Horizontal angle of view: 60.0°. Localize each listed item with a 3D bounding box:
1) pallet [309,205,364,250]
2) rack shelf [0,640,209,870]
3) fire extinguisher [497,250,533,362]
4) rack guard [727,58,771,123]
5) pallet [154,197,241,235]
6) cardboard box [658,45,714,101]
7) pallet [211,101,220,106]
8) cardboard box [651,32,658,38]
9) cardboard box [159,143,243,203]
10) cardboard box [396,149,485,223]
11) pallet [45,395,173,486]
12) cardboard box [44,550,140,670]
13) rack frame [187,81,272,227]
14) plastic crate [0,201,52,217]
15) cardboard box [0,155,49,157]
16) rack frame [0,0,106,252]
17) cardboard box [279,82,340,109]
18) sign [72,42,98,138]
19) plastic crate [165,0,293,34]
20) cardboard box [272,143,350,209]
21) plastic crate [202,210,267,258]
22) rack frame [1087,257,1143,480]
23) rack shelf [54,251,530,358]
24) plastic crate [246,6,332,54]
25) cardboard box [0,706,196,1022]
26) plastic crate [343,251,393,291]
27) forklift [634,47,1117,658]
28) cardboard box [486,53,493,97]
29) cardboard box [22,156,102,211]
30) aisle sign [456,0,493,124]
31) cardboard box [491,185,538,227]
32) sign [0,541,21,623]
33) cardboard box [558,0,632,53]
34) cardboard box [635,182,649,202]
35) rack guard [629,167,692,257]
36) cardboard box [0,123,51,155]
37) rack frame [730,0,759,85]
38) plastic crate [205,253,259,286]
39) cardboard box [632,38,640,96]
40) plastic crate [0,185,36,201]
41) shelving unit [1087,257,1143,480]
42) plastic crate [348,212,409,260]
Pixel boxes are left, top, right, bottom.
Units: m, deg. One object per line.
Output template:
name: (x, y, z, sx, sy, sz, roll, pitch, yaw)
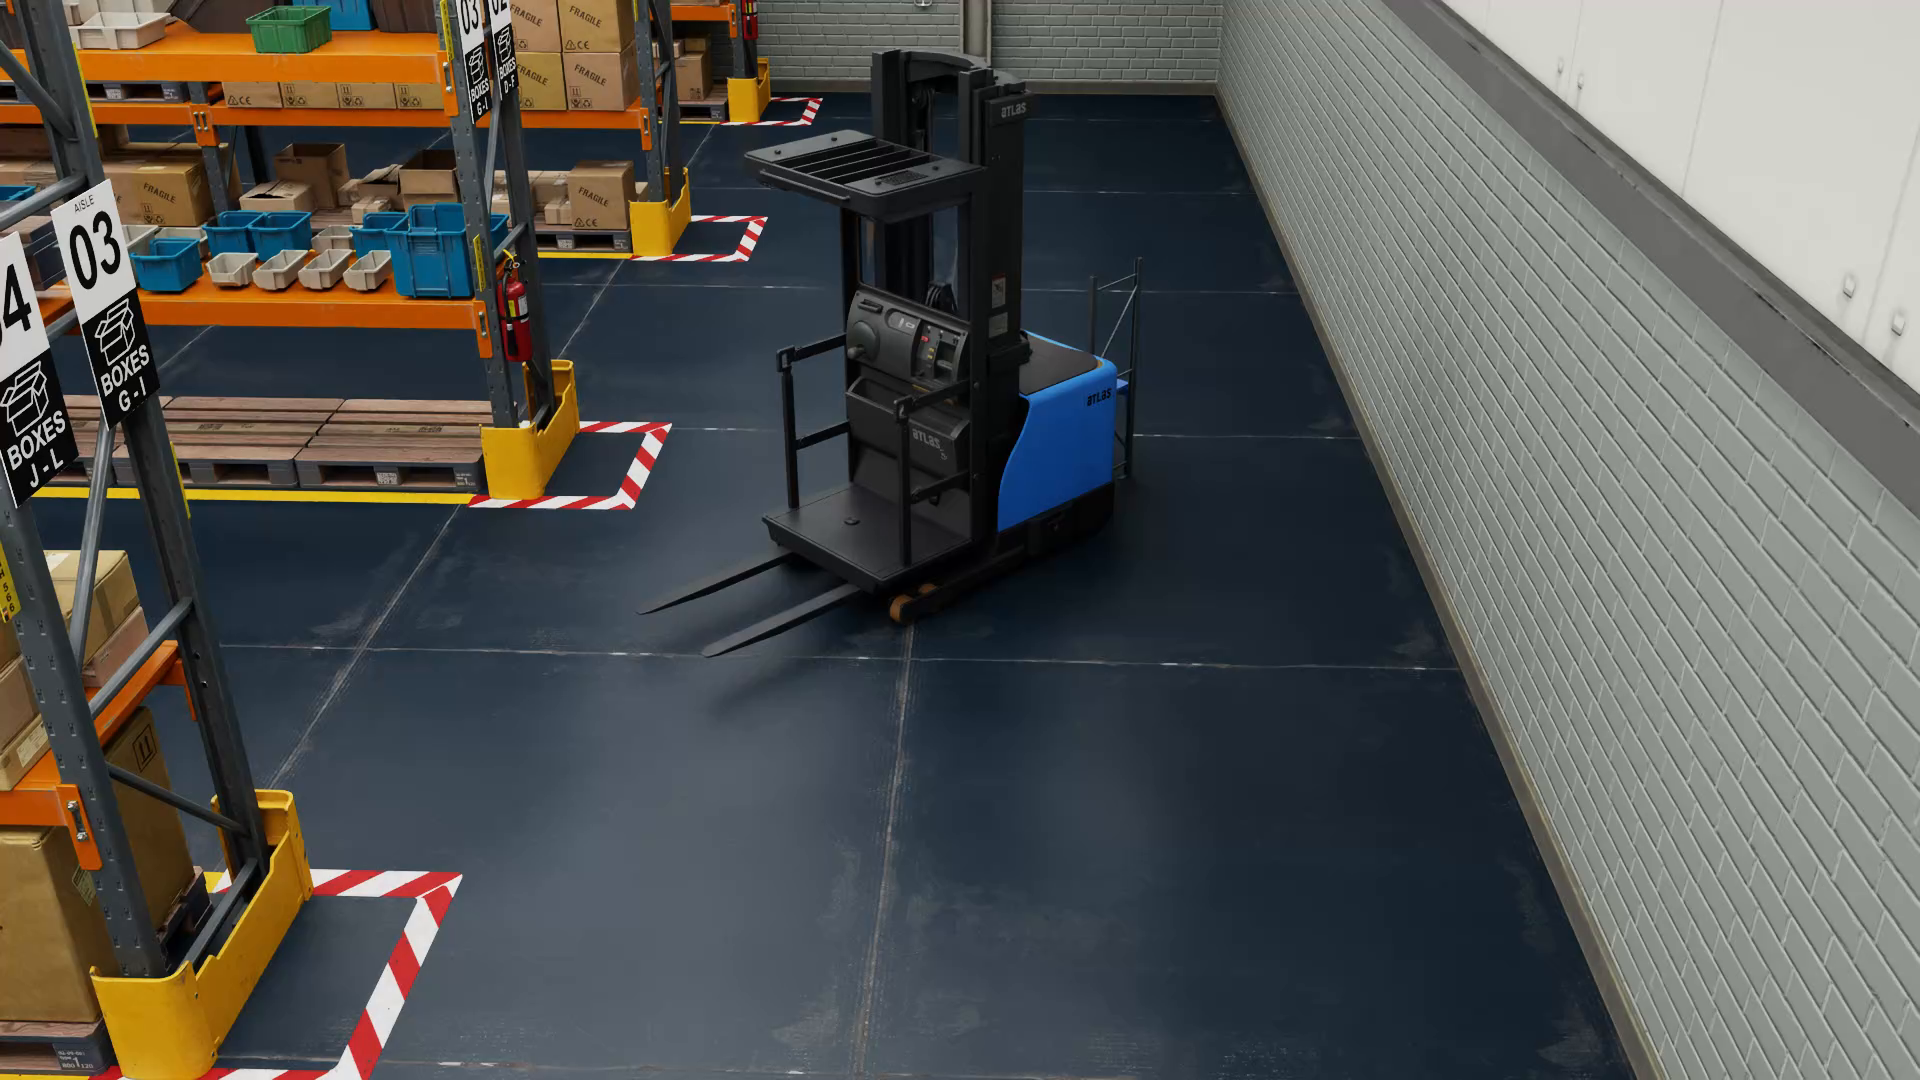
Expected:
pallet: (-6.021, -2.994, 15.673, 1.213, 0.211, 1.003, 1, 28, 2)
rack shelf: (-5.062, 0.750, 6.401, 4.000, 0.370, 1.077, 1, 28, 2)
fire extinguisher: (-2.754, -1.439, 10.243, 0.183, 0.674, 0.296, 1, 28, 2)
rack guard: (-2.515, -5.386, 19.876, 0.348, 0.500, 1.175, 1, 28, 2)
pallet: (-7.522, -3.002, 15.687, 1.213, 0.211, 1.003, 1, 28, 2)
cardboard box: (-3.242, -5.536, 19.712, 0.500, 0.500, 0.700, 1, 28, 2)
pallet: (-8.533, -5.321, 20.062, 1.213, 0.211, 1.003, 1, 28, 2)
cardboard box: (-3.617, -5.923, 19.748, 0.250, 0.149, 0.380, 1, 28, 2)
cardboard box: (-7.183, -3.450, 15.755, 0.500, 0.500, 0.500, 0, 28, -1)
cardboard box: (-4.830, -3.301, 15.469, 0.637, 0.503, 0.797, 1, 28, 2)
pallet: (-6.150, -0.693, 11.333, 1.213, 0.211, 1.003, 1, 28, 2)
cardboard box: (-3.534, 0.266, 6.389, 0.500, 0.250, 0.500, 0, 28, 0)
rack frame: (-6.708, -4.238, 15.042, 0.127, 3.000, 1.000, 1, 28, 2)
plastic crate: (-6.003, -1.842, 10.390, 0.583, 0.464, 0.402, 1, 28, 2)
cardboard box: (-8.720, -3.474, 15.800, 0.500, 0.500, 0.500, 0, 28, 0)
rack frame: (-3.064, -2.186, 4.765, 0.127, 3.000, 1.000, 1, 28, 2)
cardboard box: (-5.696, -4.139, 14.749, 0.500, 0.500, 0.500, 1, 28, 3)
sign: (-3.038, -1.541, 5.734, 0.005, 0.325, 0.100, 1, 28, 2)
plastic crate: (-4.406, -3.305, 10.146, 0.767, 0.338, 0.504, 1, 28, 2)
cardboard box: (-6.128, -3.451, 15.757, 0.500, 0.500, 0.500, 1, 28, 2)
plastic crate: (-4.740, -1.991, 10.917, 0.300, 0.233, 0.416, 1, 28, 2)
rack frame: (0.960, -1.012, 10.557, 0.032, 1.500, 0.500, 23, 35, 36)
rack shelf: (-4.888, -1.569, 10.774, 4.000, 0.370, 1.077, 1, 28, 2)
plastic crate: (-3.885, -2.968, 9.669, 0.336, 0.188, 0.450, 1, 28, 2)
cardboard box: (-3.706, 1.245, 6.519, 0.875, 0.875, 0.875, 1, 28, 2)
plastic crate: (-3.710, -1.692, 10.457, 0.243, 0.136, 0.396, 1, 28, 2)
forklift: (-0.452, -1.092, 9.181, 3.031, 2.935, 1.130, -24, 36, -38)
cardboard box: (-4.184, -4.114, 14.701, 0.500, 0.500, 0.500, 1, 28, 2)
cardboard box: (-8.206, -3.222, 15.325, 0.500, 0.500, 0.500, 1, 28, 2)
aisle sign: (-2.827, -2.864, 9.674, 0.004, 0.787, 0.394, 1, 28, 2)
cardboard box: (-4.211, -3.075, 15.314, 0.500, 0.250, 0.500, 1, 28, 2)
sign: (-3.097, 0.103, 5.365, 0.005, 0.325, 0.100, 1, 28, 2)
cardboard box: (-3.165, -4.536, 14.431, 0.500, 0.500, 0.500, 1, 28, 1)
cardboard box: (-3.117, -3.274, 15.798, 0.250, 0.149, 0.380, 1, 28, 2)
rack guard: (-2.786, -3.069, 15.505, 0.348, 0.500, 1.175, 1, 28, 2)
cardboard box: (-8.683, -3.806, 15.625, 0.500, 0.250, 0.500, 0, 28, 1)
rack frame: (-2.539, -6.491, 19.291, 0.127, 3.000, 1.000, 1, 28, 2)
plastic crate: (-4.575, -1.693, 10.459, 0.250, 0.136, 0.298, 1, 28, 2)
cardboard box: (-3.144, -4.347, 15.140, 0.500, 0.500, 0.500, 2, 28, 3)
plastic crate: (-6.408, -2.091, 10.945, 0.575, 0.384, 0.392, 1, 28, 2)
shelving unit: (0.582, -1.171, 10.858, 1.048, 1.500, 0.538, 23, 35, 36)
plastic crate: (-3.782, -1.975, 10.888, 0.300, 0.233, 0.416, 1, 28, 2)
